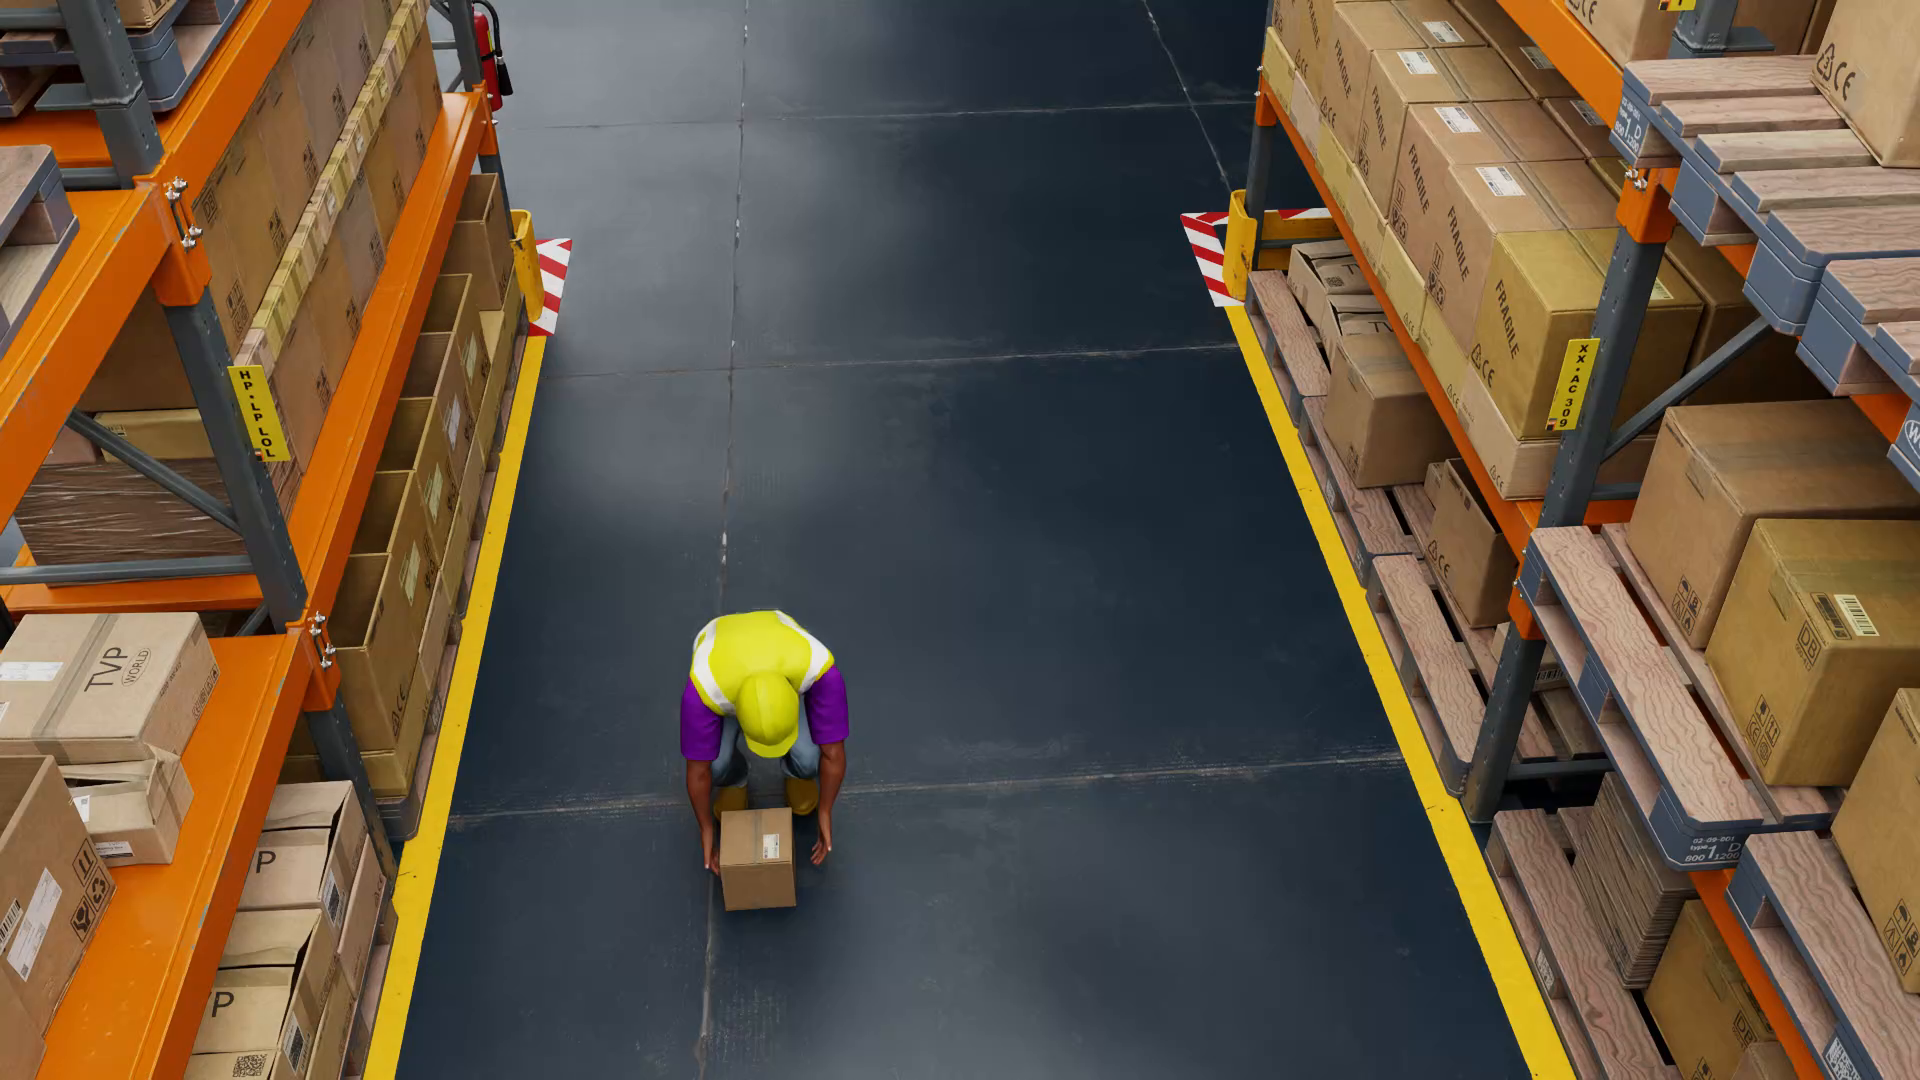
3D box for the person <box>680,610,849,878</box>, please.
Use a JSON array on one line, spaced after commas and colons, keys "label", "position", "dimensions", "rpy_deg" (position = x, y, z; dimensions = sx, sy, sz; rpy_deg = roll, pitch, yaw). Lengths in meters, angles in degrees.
[{"label": "person", "position": [-0.696, 0.640, 5.960], "dimensions": [0.579, 0.995, 0.890], "rpy_deg": [-3, 39, -4]}]
